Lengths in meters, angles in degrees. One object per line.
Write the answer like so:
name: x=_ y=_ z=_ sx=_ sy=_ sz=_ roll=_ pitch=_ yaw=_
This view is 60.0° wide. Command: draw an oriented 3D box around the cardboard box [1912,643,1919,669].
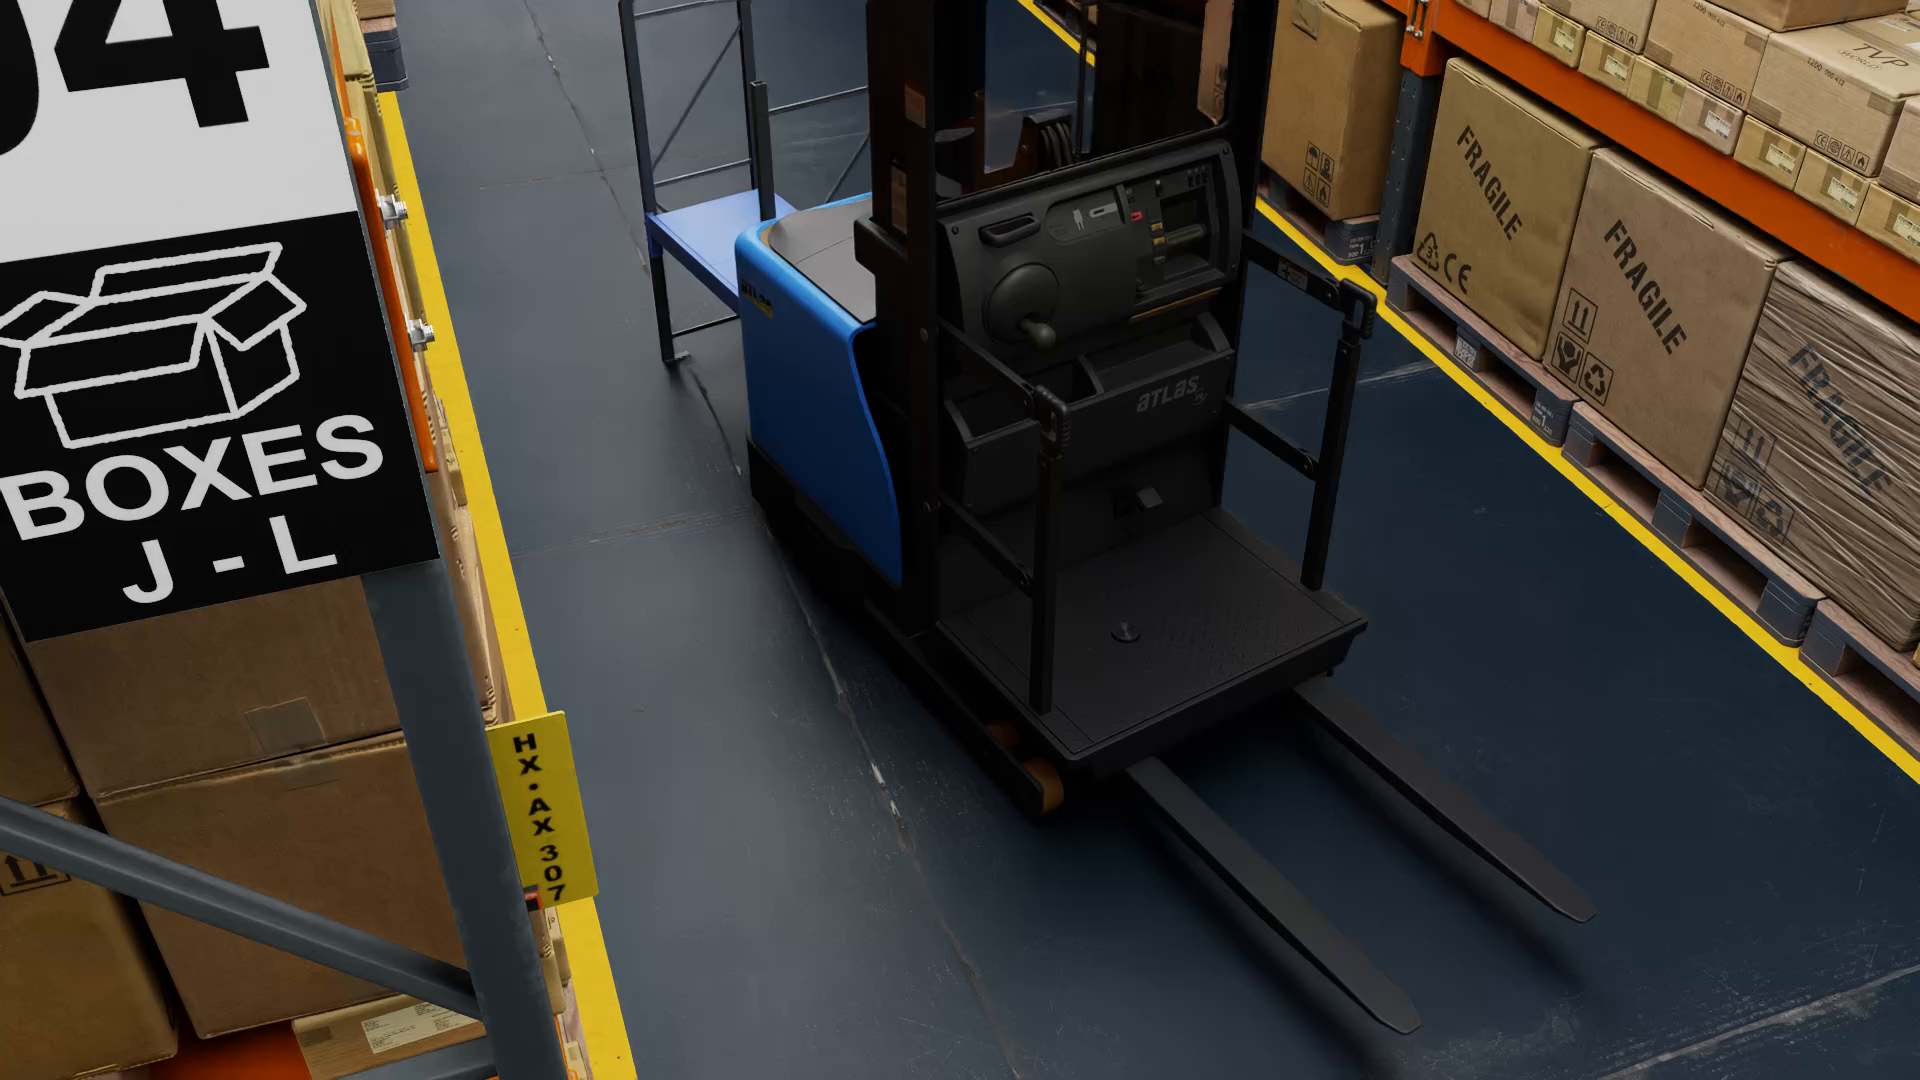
cardboard box: x=3.365 y=0.170 z=4.448 sx=0.875 sy=0.875 sz=0.875 roll=-12 pitch=39 yaw=-16

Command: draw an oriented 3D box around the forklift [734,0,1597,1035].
forklift: x=0.488 y=-0.718 z=4.267 sx=1.130 sy=2.935 sz=3.031 roll=-21 pitch=42 yaw=-26

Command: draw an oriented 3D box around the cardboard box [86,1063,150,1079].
cardboard box: x=-1.409 y=0.778 z=2.432 sx=0.380 sy=0.149 sz=0.250 roll=-12 pitch=39 yaw=-16

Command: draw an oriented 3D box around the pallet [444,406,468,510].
pallet: x=-2.143 y=0.030 z=5.535 sx=1.003 sy=0.211 sz=1.213 roll=-12 pitch=39 yaw=-16

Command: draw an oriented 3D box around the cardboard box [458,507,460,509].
cardboard box: x=-1.791 y=-0.034 z=5.322 sx=0.380 sy=0.149 sz=0.250 roll=-14 pitch=39 yaw=-17

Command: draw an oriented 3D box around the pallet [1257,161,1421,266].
pallet: x=1.948 y=-1.732 z=7.874 sx=1.003 sy=0.211 sz=1.213 roll=-12 pitch=39 yaw=-16

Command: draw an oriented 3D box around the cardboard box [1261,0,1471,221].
cardboard box: x=2.045 y=-2.102 z=7.465 sx=1.225 sy=0.875 sz=0.875 roll=-12 pitch=39 yaw=-16

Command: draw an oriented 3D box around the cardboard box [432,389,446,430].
cardboard box: x=-1.896 y=-0.341 z=5.483 sx=0.380 sy=0.149 sz=0.250 roll=-14 pitch=39 yaw=-18

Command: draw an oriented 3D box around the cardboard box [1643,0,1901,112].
cardboard box: x=2.550 y=-1.592 z=5.247 sx=0.500 sy=0.250 sz=0.500 roll=-12 pitch=38 yaw=-15

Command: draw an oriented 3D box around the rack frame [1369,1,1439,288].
rack frame: x=2.284 y=-2.426 z=6.477 sx=1.000 sy=3.000 sz=0.127 roll=-12 pitch=39 yaw=-16

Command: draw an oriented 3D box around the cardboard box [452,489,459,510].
cardboard box: x=-1.627 y=-0.004 z=4.788 sx=0.380 sy=0.149 sz=0.250 roll=-14 pitch=39 yaw=-18

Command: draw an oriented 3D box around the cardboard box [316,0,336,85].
cardboard box: x=-0.946 y=-0.641 z=1.740 sx=0.500 sy=0.250 sz=0.500 roll=-11 pitch=38 yaw=-14

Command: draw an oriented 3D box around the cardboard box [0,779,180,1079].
cardboard box: x=-1.428 y=0.444 z=2.337 sx=0.500 sy=0.500 sz=0.500 roll=-12 pitch=39 yaw=-15

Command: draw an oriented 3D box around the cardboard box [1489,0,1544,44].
cardboard box: x=2.164 y=-1.941 z=6.043 sx=0.380 sy=0.149 sz=0.250 roll=-14 pitch=39 yaw=-17

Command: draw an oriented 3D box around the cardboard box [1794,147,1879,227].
cardboard box: x=2.703 y=-1.062 z=4.876 sx=0.380 sy=0.149 sz=0.250 roll=-12 pitch=39 yaw=-15

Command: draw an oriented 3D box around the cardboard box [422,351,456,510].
cardboard box: x=-1.291 y=-0.242 z=3.248 sx=0.500 sy=0.500 sz=0.500 roll=-12 pitch=39 yaw=-15

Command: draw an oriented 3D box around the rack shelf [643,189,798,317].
rack shelf: x=-0.708 y=-0.999 z=6.128 sx=0.538 sy=0.185 sz=1.000 roll=-21 pitch=42 yaw=-26

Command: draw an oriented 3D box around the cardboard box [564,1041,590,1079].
cardboard box: x=-0.893 y=1.171 z=3.229 sx=0.380 sy=0.149 sz=0.250 roll=-14 pitch=39 yaw=-18

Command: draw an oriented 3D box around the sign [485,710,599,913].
sign: x=-0.522 y=0.345 z=2.079 sx=0.100 sy=0.325 sz=0.005 roll=-12 pitch=39 yaw=-16

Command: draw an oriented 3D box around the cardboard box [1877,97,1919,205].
cardboard box: x=2.895 y=-1.018 z=4.486 sx=0.500 sy=0.250 sz=0.500 roll=-14 pitch=39 yaw=-17

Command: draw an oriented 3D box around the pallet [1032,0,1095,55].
pallet: x=1.108 y=-3.111 z=9.704 sx=1.003 sy=0.211 sz=1.213 roll=-12 pitch=39 yaw=-16

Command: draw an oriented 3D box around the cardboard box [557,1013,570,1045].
cardboard box: x=-1.012 y=1.140 z=3.516 sx=0.380 sy=0.149 sz=0.250 roll=-13 pitch=39 yaw=-16

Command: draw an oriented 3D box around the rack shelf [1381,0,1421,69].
rack shelf: x=1.596 y=-3.268 z=8.194 sx=1.077 sy=0.370 sz=4.000 roll=-12 pitch=39 yaw=-16

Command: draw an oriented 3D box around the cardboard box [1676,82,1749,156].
cardboard box: x=2.520 y=-1.357 z=5.268 sx=0.380 sy=0.149 sz=0.250 roll=-12 pitch=39 yaw=-15

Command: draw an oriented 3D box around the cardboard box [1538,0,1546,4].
cardboard box: x=2.200 y=-2.165 z=6.009 sx=0.500 sy=0.250 sz=0.500 roll=-13 pitch=39 yaw=-17

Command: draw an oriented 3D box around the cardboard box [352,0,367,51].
cardboard box: x=-1.453 y=-0.932 z=3.333 sx=0.500 sy=0.500 sz=0.500 roll=-14 pitch=39 yaw=-17

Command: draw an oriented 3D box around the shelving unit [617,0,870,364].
shelving unit: x=-0.708 y=-1.142 z=6.020 sx=0.538 sy=1.500 sz=1.048 roll=-21 pitch=42 yaw=-26

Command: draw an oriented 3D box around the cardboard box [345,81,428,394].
cardboard box: x=-1.116 y=-0.347 z=2.556 sx=0.500 sy=0.500 sz=0.500 roll=-11 pitch=38 yaw=-15

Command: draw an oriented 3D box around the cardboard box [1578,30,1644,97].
cardboard box: x=2.347 y=-1.644 z=5.649 sx=0.380 sy=0.149 sz=0.250 roll=-13 pitch=39 yaw=-17

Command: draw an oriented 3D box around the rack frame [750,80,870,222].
rack frame: x=-0.431 y=-0.886 z=5.679 sx=0.500 sy=1.500 sz=0.032 roll=-21 pitch=42 yaw=-26

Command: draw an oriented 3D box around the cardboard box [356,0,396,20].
cardboard box: x=-2.112 y=-1.841 z=5.561 sx=0.380 sy=0.149 sz=0.250 roll=-14 pitch=39 yaw=-18

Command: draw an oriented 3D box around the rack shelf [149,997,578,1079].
rack shelf: x=-1.720 y=-0.039 z=3.906 sx=1.077 sy=0.370 sz=4.000 roll=-12 pitch=39 yaw=-16

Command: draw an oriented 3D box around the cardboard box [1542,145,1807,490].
cardboard box: x=2.746 y=-0.847 z=5.798 sx=0.875 sy=0.875 sz=0.875 roll=-12 pitch=39 yaw=-16

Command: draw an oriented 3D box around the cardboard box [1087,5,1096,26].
cardboard box: x=1.425 y=-3.105 z=8.796 sx=1.225 sy=0.875 sz=0.875 roll=-12 pitch=39 yaw=-16

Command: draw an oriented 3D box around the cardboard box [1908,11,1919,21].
cardboard box: x=3.210 y=-1.423 z=5.023 sx=0.500 sy=0.250 sz=0.500 roll=-13 pitch=39 yaw=-17

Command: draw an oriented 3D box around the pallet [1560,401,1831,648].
pallet: x=2.896 y=-0.176 z=5.808 sx=1.003 sy=0.211 sz=1.213 roll=-12 pitch=39 yaw=-16
